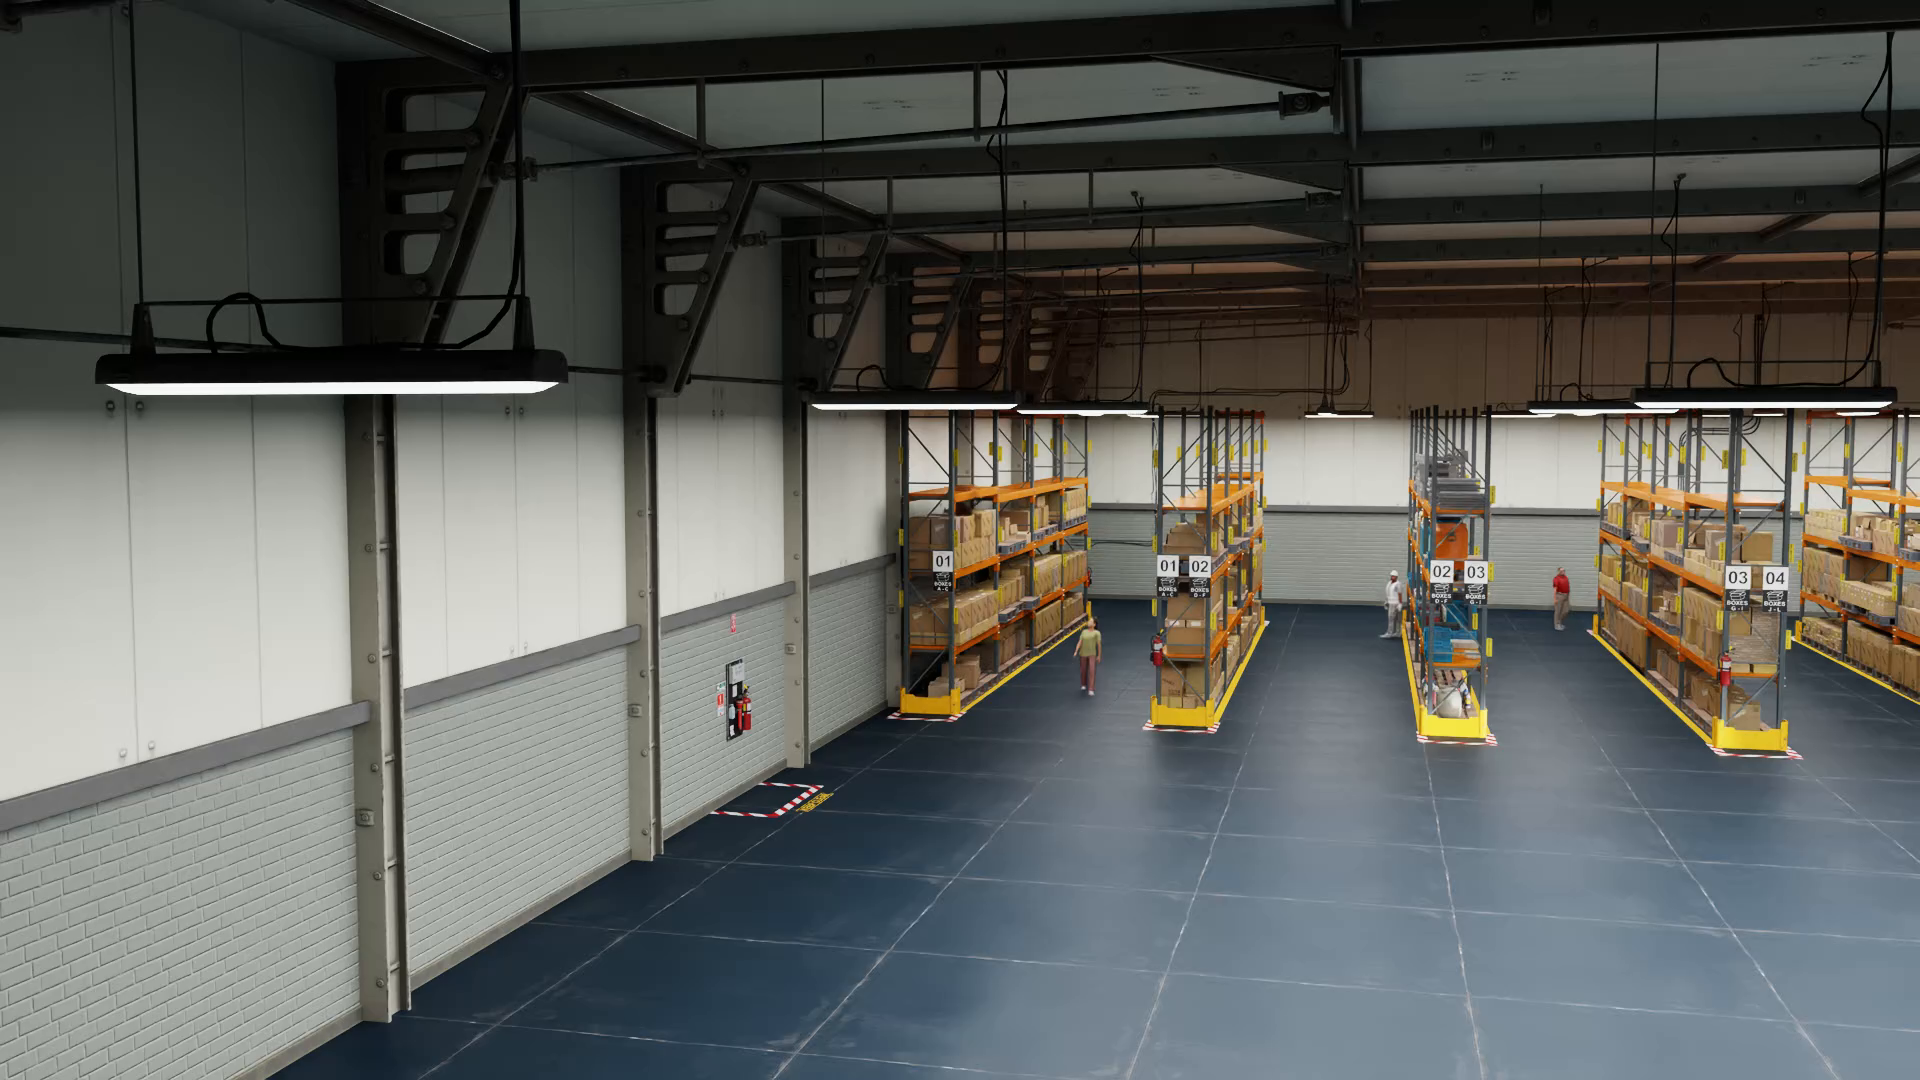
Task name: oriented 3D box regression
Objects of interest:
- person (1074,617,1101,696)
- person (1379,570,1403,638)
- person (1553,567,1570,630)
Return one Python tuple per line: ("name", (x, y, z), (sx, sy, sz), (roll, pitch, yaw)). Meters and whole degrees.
("person", (2.669, 2.422, 34.789), (0.573, 1.604, 1.006), (0, 4, 7))
("person", (11.369, 1.689, 43.903), (0.643, 1.781, 0.563), (0, 4, 2))
("person", (16.454, 1.600, 45.532), (0.599, 1.735, 0.447), (-2, 5, -26))
